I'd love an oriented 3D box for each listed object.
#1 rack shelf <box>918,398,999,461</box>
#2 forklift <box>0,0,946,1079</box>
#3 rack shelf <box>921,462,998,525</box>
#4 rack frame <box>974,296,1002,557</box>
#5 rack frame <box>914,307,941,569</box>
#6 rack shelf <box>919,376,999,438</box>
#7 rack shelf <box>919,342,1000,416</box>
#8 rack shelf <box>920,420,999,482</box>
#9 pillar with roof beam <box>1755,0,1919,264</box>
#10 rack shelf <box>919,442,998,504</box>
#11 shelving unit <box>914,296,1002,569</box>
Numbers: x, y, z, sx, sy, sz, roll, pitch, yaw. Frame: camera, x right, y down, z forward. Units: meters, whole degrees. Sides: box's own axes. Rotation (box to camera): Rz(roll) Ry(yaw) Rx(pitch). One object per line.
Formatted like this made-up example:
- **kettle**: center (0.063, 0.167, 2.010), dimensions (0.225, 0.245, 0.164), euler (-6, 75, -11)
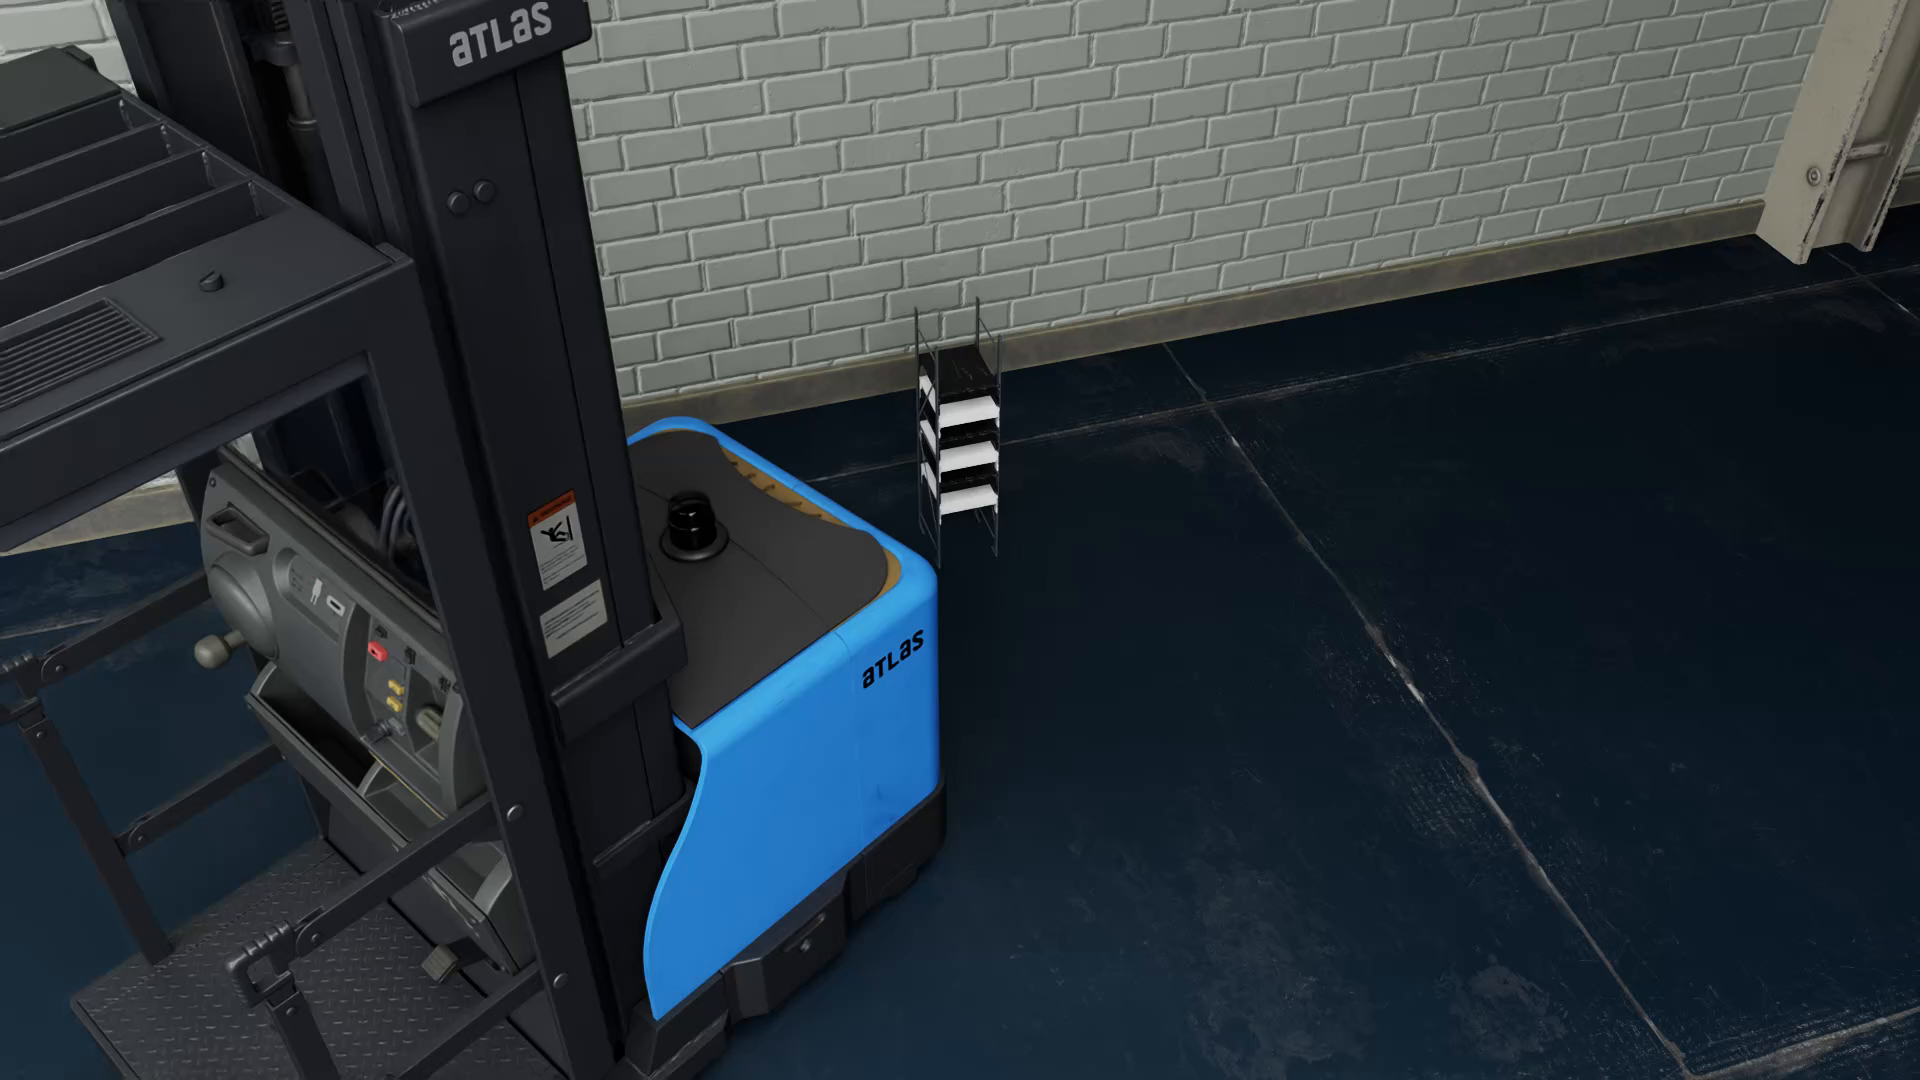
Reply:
- **rack shelf**: center (-0.008, -0.380, 5.415), dimensions (0.200, 0.077, 0.258), euler (-12, 42, -13)
- **forklift**: center (-1.405, 0.270, 3.213), dimensions (1.130, 2.935, 3.031), euler (31, 50, 31)
- **rack shelf**: center (-0.008, -0.177, 5.592), dimensions (0.200, 0.077, 0.258), euler (-12, 42, -13)
- **rack frame**: center (0.089, -0.357, 5.475), dimensions (0.006, 0.900, 0.240), euler (-12, 42, -13)
- **rack frame**: center (-0.105, -0.317, 5.429), dimensions (0.006, 0.900, 0.240), euler (-12, 42, -13)
- **rack shelf**: center (-0.008, -0.448, 5.356), dimensions (0.200, 0.077, 0.258), euler (-12, 42, -13)
- **rack shelf**: center (-0.008, -0.516, 5.296), dimensions (0.200, 0.077, 0.258), euler (-12, 42, -13)
- **rack shelf**: center (-0.008, -0.312, 5.474), dimensions (0.200, 0.077, 0.258), euler (-12, 42, -13)
- **pillar with roof beam**: center (5.004, -1.997, 1.197), dimensions (0.400, 9.000, 9.100), euler (-12, 42, -13)
- **rack shelf**: center (-0.008, -0.244, 5.533), dimensions (0.200, 0.077, 0.258), euler (-12, 42, -13)
- **shelving unit**: center (-0.008, -0.337, 5.452), dimensions (0.210, 0.900, 0.258), euler (-12, 42, -13)
